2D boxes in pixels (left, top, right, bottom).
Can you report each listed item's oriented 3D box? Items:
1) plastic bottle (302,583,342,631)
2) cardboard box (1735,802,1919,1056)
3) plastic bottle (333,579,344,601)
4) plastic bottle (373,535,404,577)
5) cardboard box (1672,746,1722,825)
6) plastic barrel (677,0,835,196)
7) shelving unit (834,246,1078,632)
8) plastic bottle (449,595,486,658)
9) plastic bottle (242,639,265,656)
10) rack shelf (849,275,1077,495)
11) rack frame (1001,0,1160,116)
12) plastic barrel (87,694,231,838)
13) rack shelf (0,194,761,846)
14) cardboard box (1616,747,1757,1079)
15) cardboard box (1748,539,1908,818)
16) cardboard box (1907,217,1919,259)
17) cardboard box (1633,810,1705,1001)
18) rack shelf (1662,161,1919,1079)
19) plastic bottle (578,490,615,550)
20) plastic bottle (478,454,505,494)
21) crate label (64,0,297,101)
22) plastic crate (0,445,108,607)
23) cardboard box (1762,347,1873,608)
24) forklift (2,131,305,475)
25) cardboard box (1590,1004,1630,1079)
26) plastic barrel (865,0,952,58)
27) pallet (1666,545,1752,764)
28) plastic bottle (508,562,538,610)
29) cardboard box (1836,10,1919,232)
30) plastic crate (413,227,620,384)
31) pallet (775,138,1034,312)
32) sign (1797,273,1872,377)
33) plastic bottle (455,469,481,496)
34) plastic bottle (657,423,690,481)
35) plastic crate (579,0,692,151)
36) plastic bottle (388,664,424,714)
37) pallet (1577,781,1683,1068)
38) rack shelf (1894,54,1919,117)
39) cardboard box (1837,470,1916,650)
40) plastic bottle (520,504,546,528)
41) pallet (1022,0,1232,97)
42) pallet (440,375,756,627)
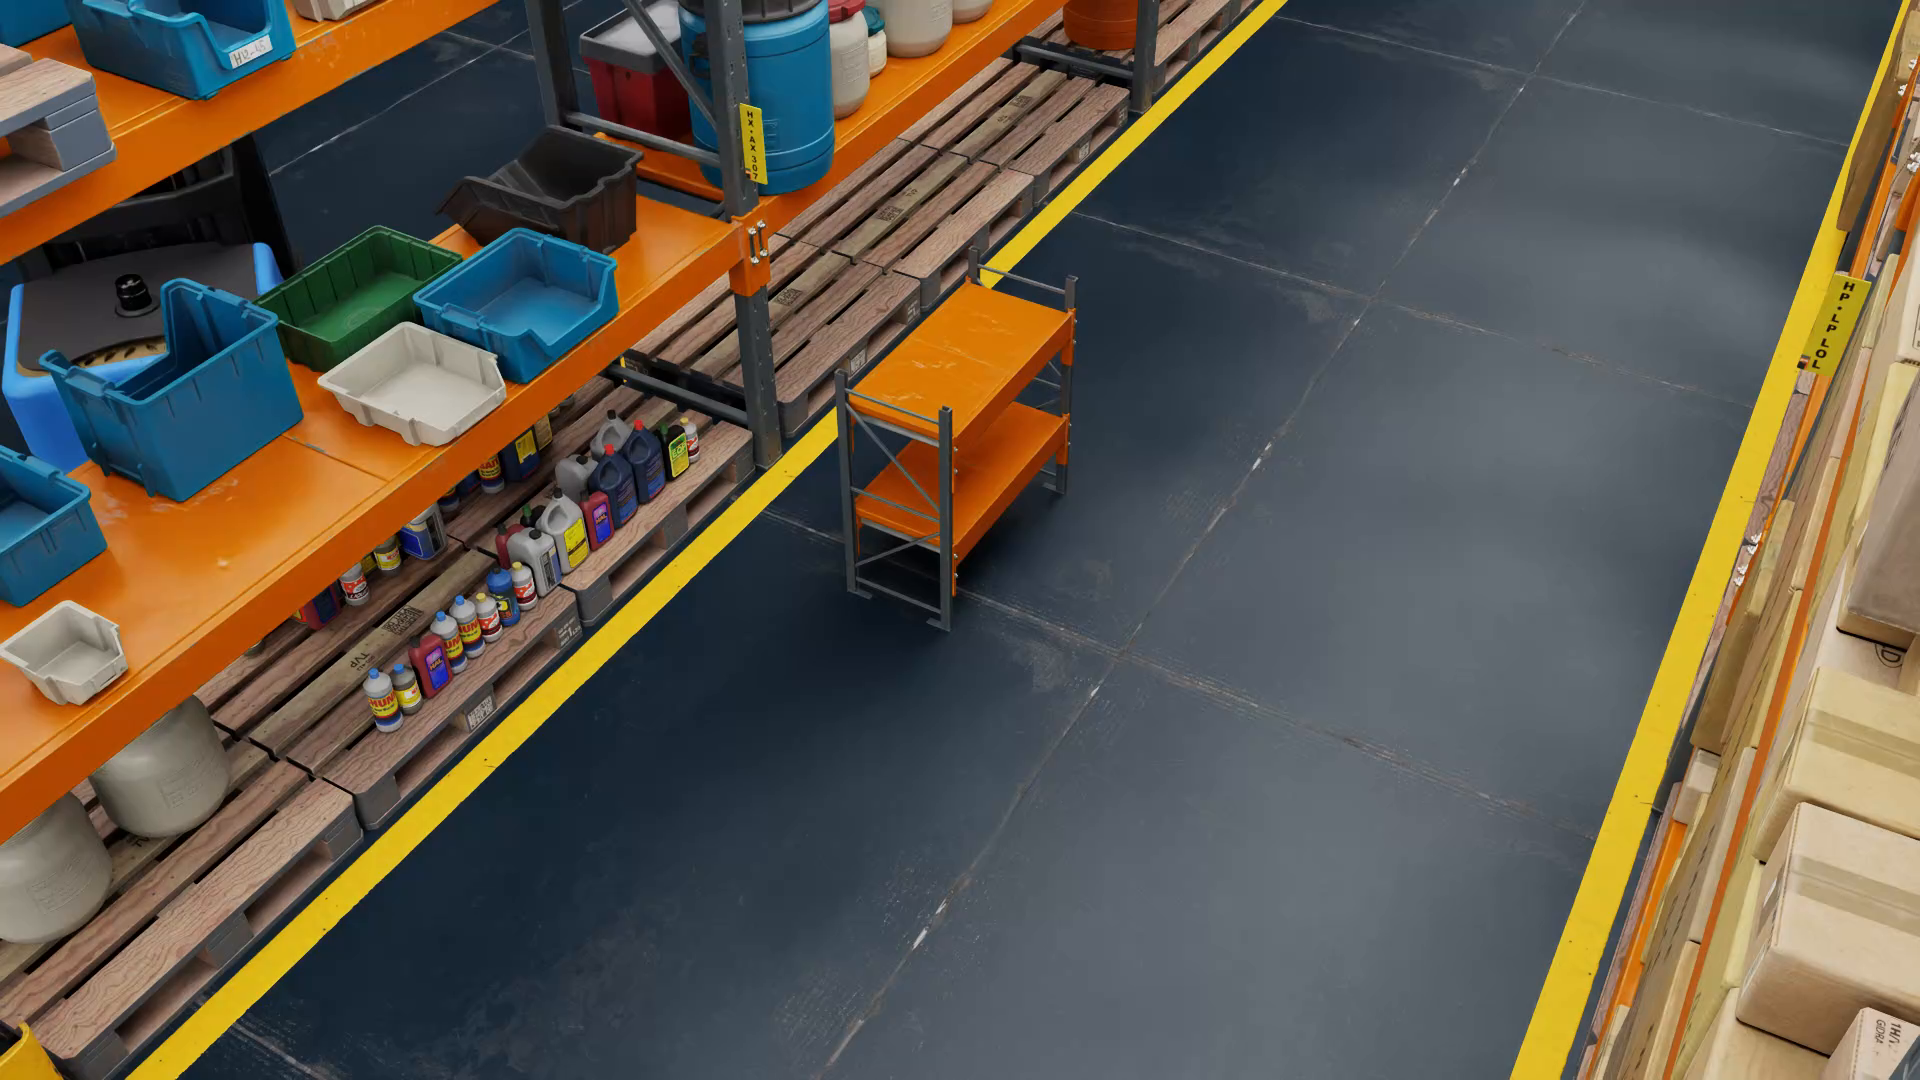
[{"bbox_3d":[-2.502,0.208,6.467,0.061,0.283,0.133,21,45,22],"label":"plastic bottle"},{"bbox_3d":[1.147,0.503,1.951,0.380,0.149,0.250,19,45,20],"label":"cardboard box"},{"bbox_3d":[-2.525,0.096,6.599,0.152,0.276,0.135,20,45,21],"label":"plastic bottle"},{"bbox_3d":[-2.319,0.043,6.716,0.097,0.201,0.097,0,41,0],"label":"plastic bottle"},{"bbox_3d":[2.123,0.683,4.395,0.380,0.149,0.250,21,45,22],"label":"cardboard box"},{"bbox_3d":[-0.827,-1.948,6.814,0.600,0.901,0.708,21,45,22],"label":"plastic barrel"},{"bbox_3d":[0.003,-0.426,6.883,0.538,1.125,1.048,21,45,22],"label":"shelving unit"},{"bbox_3d":[-1.885,0.320,6.348,0.097,0.271,0.097,0,41,0],"label":"plastic bottle"},{"bbox_3d":[-2.745,0.339,6.380,0.097,0.201,0.097,0,41,0],"label":"plastic bottle"},{"bbox_3d":[0.003,-0.646,6.689,0.538,0.278,1.000,21,45,22],"label":"rack shelf"},{"bbox_3d":[0.719,-3.928,9.441,1.000,3.000,0.127,21,45,22],"label":"rack frame"},{"bbox_3d":[-2.770,0.737,5.708,0.421,0.512,0.421,0,41,0],"label":"plastic barrel"},{"bbox_3d":[-2.283,-0.225,5.780,1.077,0.370,4.000,21,45,22],"label":"rack shelf"},{"bbox_3d":[1.563,0.793,3.022,0.500,0.500,0.500,21,45,22],"label":"cardboard box"},{"bbox_3d":[1.537,0.281,2.505,0.500,0.250,0.500,22,46,23],"label":"cardboard box"},{"bbox_3d":[2.298,-0.594,3.498,0.500,0.250,0.500,21,45,22],"label":"cardboard box"},{"bbox_3d":[1.997,0.953,3.598,0.875,0.500,0.500,21,45,22],"label":"cardboard box"},{"bbox_3d":[2.005,0.287,2.929,1.077,0.370,4.000,21,45,22],"label":"rack shelf"},{"bbox_3d":[-1.497,-0.105,6.821,0.061,0.283,0.133,24,47,25],"label":"plastic bottle"},{"bbox_3d":[-2.014,-0.333,7.090,0.097,0.271,0.097,0,41,0],"label":"plastic bottle"},{"bbox_3d":[-2.061,-1.382,4.393,0.502,0.251,0.408,21,45,22],"label":"crate label"},{"bbox_3d":[-2.963,-0.050,5.150,0.499,0.251,0.408,21,45,22],"label":"plastic crate"},{"bbox_3d":[2.312,-0.066,3.998,0.500,0.500,0.500,21,45,22],"label":"cardboard box"},{"bbox_3d":[-3.670,-1.895,7.184,1.130,2.935,3.031,-14,43,-15],"label":"forklift"},{"bbox_3d":[1.628,1.257,3.743,0.380,0.149,0.250,21,45,22],"label":"cardboard box"},{"bbox_3d":[-0.247,-2.585,7.813,0.433,0.535,0.433,0,41,0],"label":"plastic barrel"},{"bbox_3d":[3.394,0.599,6.410,1.003,0.211,1.213,21,45,22],"label":"pallet"},{"bbox_3d":[-1.733,0.172,6.569,0.097,0.201,0.097,0,41,0],"label":"plastic bottle"},{"bbox_3d":[5.371,-2.038,8.585,1.225,0.875,0.875,19,45,20],"label":"cardboard box"},{"bbox_3d":[-1.601,-0.861,6.070,0.499,0.251,0.616,21,45,22],"label":"plastic crate"},{"bbox_3d":[-0.313,-1.756,9.084,1.003,0.211,1.213,21,45,22],"label":"pallet"},{"bbox_3d":[2.523,-0.617,4.805,0.100,0.325,0.005,21,45,22],"label":"sign"},{"bbox_3d":[-2.140,-0.378,7.081,0.144,0.351,0.185,19,45,20],"label":"plastic bottle"},{"bbox_3d":[-1.238,-0.401,7.158,0.061,0.283,0.133,23,46,24],"label":"plastic bottle"},{"bbox_3d":[-1.305,-2.042,7.250,0.402,0.464,0.583,21,45,22],"label":"plastic crate"},{"bbox_3d":[-2.055,0.541,6.151,0.097,0.201,0.097,0,41,0],"label":"plastic bottle"},{"bbox_3d":[2.700,1.441,5.454,1.003,0.211,1.213,21,45,22],"label":"pallet"},{"bbox_3d":[6.008,-3.165,9.118,1.077,0.370,4.000,21,45,22],"label":"rack shelf"},{"bbox_3d":[1.530,0.064,2.450,0.380,0.149,0.250,19,45,20],"label":"cardboard box"},{"bbox_3d":[-1.714,-0.046,6.755,0.061,0.283,0.133,21,45,22],"label":"plastic bottle"},{"bbox_3d":[1.078,-3.347,10.891,1.003,0.211,1.213,21,45,22],"label":"pallet"},{"bbox_3d":[-1.655,-0.222,7.343,1.003,0.211,1.213,21,45,22],"label":"pallet"}]
